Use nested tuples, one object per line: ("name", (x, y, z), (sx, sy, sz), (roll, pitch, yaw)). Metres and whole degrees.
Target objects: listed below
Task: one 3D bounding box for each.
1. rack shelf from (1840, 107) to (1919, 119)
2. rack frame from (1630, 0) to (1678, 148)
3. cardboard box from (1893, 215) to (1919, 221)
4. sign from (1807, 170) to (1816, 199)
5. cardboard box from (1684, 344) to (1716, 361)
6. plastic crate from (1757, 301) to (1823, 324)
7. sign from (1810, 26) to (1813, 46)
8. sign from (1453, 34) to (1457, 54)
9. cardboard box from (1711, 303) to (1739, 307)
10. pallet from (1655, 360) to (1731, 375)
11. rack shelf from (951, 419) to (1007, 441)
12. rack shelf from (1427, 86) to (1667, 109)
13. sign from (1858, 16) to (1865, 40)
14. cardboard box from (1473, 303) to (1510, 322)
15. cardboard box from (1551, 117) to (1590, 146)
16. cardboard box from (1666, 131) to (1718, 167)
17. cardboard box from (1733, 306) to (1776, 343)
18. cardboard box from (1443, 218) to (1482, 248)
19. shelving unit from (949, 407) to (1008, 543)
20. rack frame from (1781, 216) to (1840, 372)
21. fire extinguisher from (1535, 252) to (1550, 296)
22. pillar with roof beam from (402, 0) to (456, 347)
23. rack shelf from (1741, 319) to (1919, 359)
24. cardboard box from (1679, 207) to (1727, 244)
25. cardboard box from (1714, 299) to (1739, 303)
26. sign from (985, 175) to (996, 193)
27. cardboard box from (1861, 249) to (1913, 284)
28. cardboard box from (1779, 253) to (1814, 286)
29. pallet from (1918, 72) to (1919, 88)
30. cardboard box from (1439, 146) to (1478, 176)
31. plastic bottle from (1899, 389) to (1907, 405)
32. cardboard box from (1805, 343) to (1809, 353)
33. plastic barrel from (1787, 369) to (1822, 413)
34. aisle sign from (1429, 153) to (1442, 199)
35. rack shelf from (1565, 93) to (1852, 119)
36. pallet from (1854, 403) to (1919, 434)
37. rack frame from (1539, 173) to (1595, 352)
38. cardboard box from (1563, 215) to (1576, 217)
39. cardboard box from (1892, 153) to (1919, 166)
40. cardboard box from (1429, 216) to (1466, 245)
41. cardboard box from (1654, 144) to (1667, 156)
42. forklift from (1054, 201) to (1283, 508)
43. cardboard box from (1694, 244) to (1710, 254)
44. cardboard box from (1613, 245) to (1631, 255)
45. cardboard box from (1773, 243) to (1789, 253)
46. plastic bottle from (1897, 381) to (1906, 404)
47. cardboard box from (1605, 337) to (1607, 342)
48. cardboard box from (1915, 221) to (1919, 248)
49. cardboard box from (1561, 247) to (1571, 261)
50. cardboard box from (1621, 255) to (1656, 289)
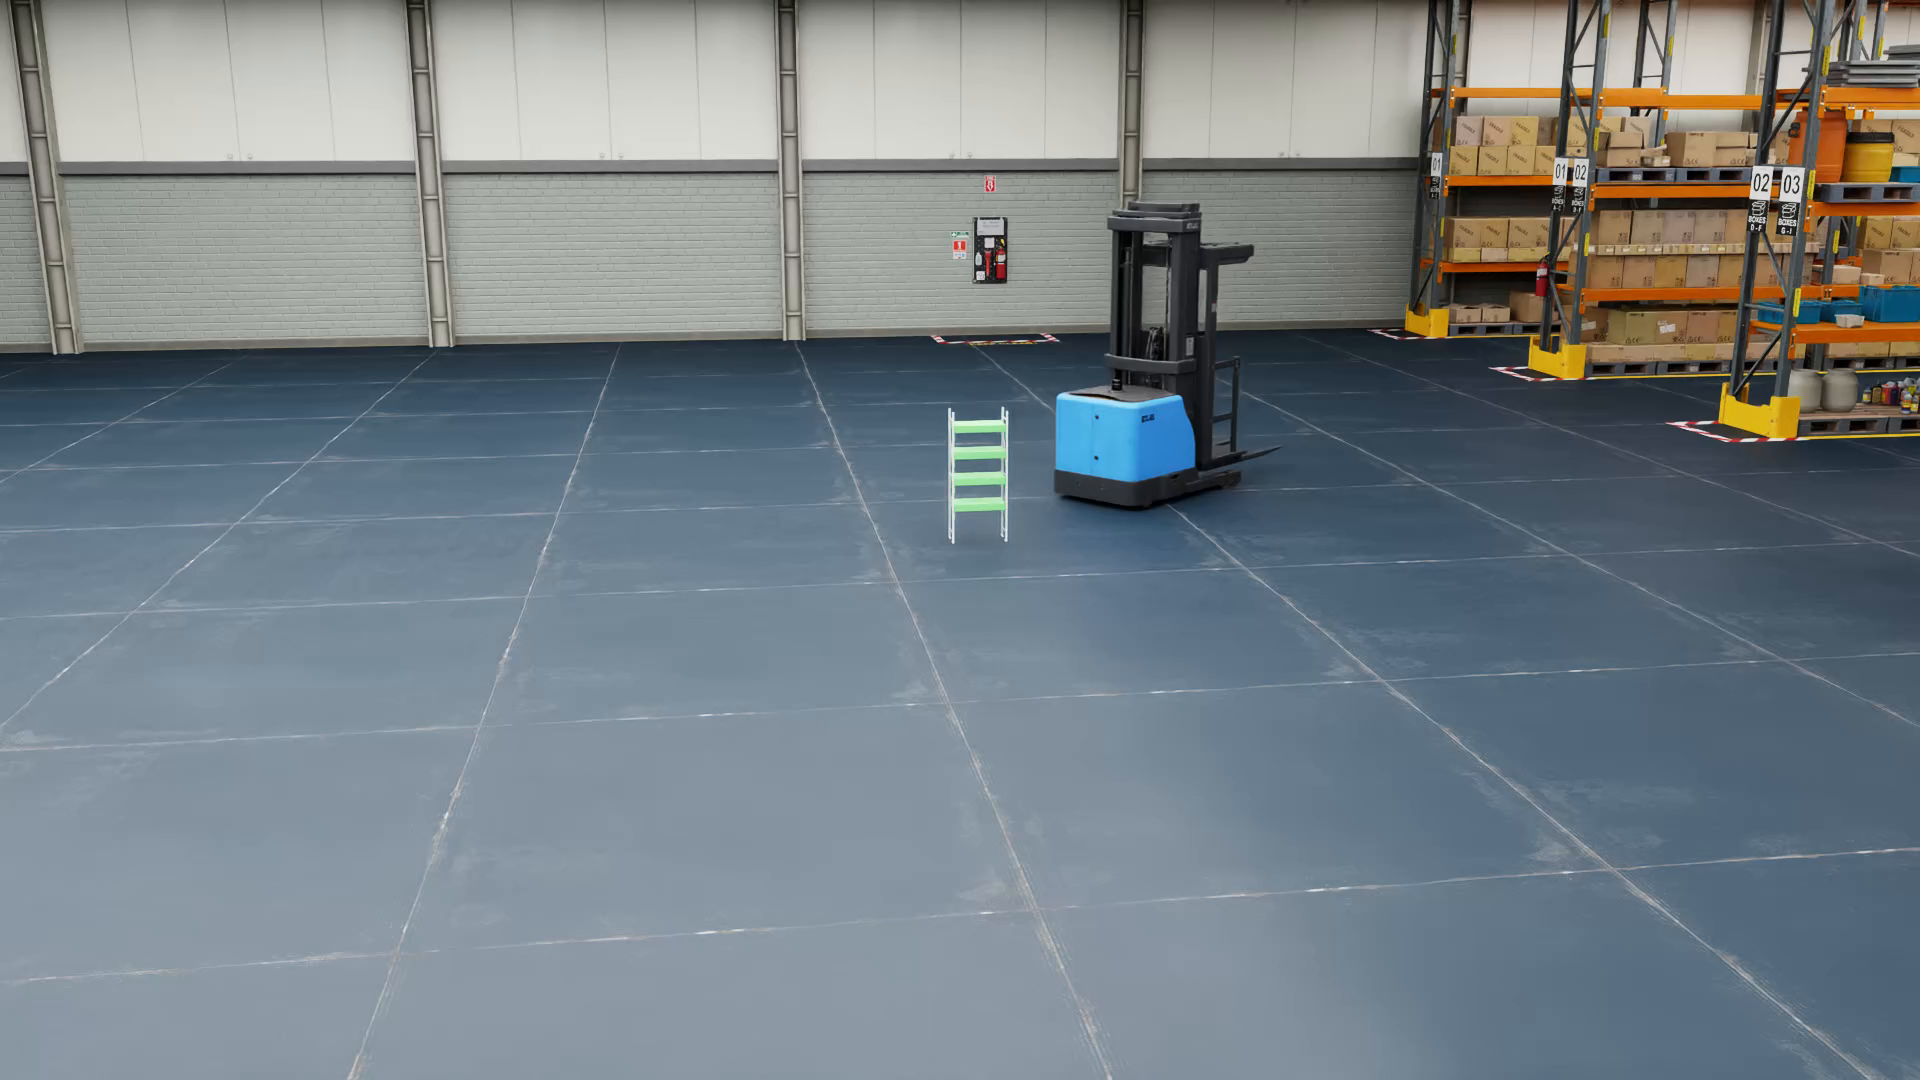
("rack shelf", (18.263, -7.929, 30.641), (4.000, 0.370, 1.077), (-2, 14, -8))
("rack frame", (12.330, -8.255, 29.638), (0.127, 3.000, 1.000), (-2, 14, -8))
("cardboard box", (17.304, -6.030, 30.700), (0.500, 0.250, 0.500), (-2, 14, -9))
("sign", (9.928, -4.144, 19.393), (0.005, 0.325, 0.100), (-2, 14, -8))
("cardboard box", (11.163, -2.898, 25.401), (0.500, 0.250, 0.500), (-2, 14, -8))
("plastic crate", (10.301, -2.835, 20.665), (0.616, 0.251, 0.499), (-2, 14, -8))
("sign", (12.979, -7.685, 25.282), (0.005, 0.325, 0.100), (-2, 14, -8))
("sign", (8.455, -8.471, 28.416), (0.005, 0.325, 0.100), (-2, 14, -8))
("cardboard box", (12.073, -3.426, 25.962), (0.500, 0.500, 0.500), (-2, 14, -8))
("pallet", (11.070, -2.737, 25.702), (1.213, 0.211, 1.003), (-2, 14, -8))
("rack shelf", (0.164, -0.992, 14.999), (0.480, 0.148, 0.258), (-2, 14, -8))
("rack shelf", (10.352, -7.832, 29.437), (4.000, 0.370, 1.077), (-2, 14, -8))
("sign", (13.130, -7.459, 24.218), (0.005, 0.325, 0.100), (-2, 14, -8))
("cardboard box", (9.636, -4.133, 30.159), (0.500, 0.311, 0.500), (-1, 14, -4))
("cardboard box", (10.820, -7.216, 29.359), (0.500, 0.500, 0.500), (-3, 14, -10))
("cardboard box", (10.799, -5.778, 24.571), (0.500, 0.500, 0.500), (-2, 14, -8))
("cardboard box", (12.149, -3.302, 25.471), (0.500, 0.500, 0.500), (-2, 14, -8))
("cardboard box", (8.891, -5.446, 29.495), (0.500, 0.500, 0.500), (-2, 14, -8))
("shelving unit", (0.164, -0.588, 15.100), (0.503, 1.200, 0.258), (-2, 14, -8))
("rack frame", (13.072, -4.153, 25.617), (0.127, 3.000, 1.000), (-2, 14, -8))
("fire extinguisher", (8.930, -4.078, 25.477), (0.183, 0.674, 0.296), (-2, 14, -8))
("pillar with roof beam", (-8.220, -6.655, 23.260), (0.400, 9.000, 9.100), (-2, 14, -8))
("rack shelf", (11.828, -2.540, 20.664), (4.000, 0.370, 1.077), (-2, 14, -8))
("cardboard box", (11.145, -4.759, 25.159), (0.500, 0.500, 0.700), (-2, 14, -8))
("cardboard box", (14.069, -4.416, 30.898), (0.500, 0.500, 0.700), (-2, 14, -8))
("sign", (0.533, -6.284, 29.345), (0.199, 0.298, 0.001), (-2, 14, -8))
("cardboard box", (14.354, -4.245, 25.776), (0.500, 0.500, 0.500), (-1, 14, -4))
("cardboard box", (12.634, -4.184, 25.534), (0.500, 0.500, 0.700), (-2, 14, -10))
("pallet", (11.786, -5.504, 19.882), (1.213, 0.211, 1.003), (-2, 14, -8))
("cardboard box", (8.743, -6.665, 29.219), (0.500, 0.500, 0.500), (-2, 14, -7))
("plastic bottle", (12.029, -1.823, 21.173), (0.097, 0.201, 0.097), (0, 14, 0))
("cardboard box", (13.438, -3.108, 26.238), (0.500, 0.250, 0.500), (-2, 14, -9))
("plastic barrel", (10.490, -1.856, 20.707), (0.421, 0.512, 0.421), (0, 14, 0))
("aisle sign", (8.348, -6.386, 29.175), (0.004, 0.787, 0.394), (-2, 14, -8))
("rack shelf", (11.094, -6.448, 24.734), (4.000, 0.370, 1.077), (-2, 14, -8))
("pallet", (11.927, -1.550, 20.968), (1.213, 0.211, 1.003), (-2, 14, -8))
("rack frame", (9.116, -4.008, 25.039), (0.127, 3.000, 1.000), (-2, 14, -8))
("cardboard box", (11.322, -5.661, 30.353), (0.500, 0.500, 0.500), (-2, 14, -9))
("cardboard box", (14.225, -5.780, 25.381), (0.500, 0.250, 0.500), (-4, 15, -14))
("cardboard box", (8.809, -5.569, 29.986), (0.500, 0.500, 0.500), (-2, 14, -9))
("cardboard box", (10.766, -5.817, 25.116), (0.500, 0.311, 0.500), (0, 14, -2))
("forklift", (2.316, -2.029, 17.287), (1.130, 2.935, 3.031), (13, 19, 41))
("cardboard box", (11.056, -4.389, 25.019), (0.250, 0.149, 0.380), (-2, 14, -8))
("cardboard box", (9.797, -4.344, 24.839), (0.250, 0.149, 0.380), (-2, 14, -10))
("cardboard box", (12.331, -4.437, 25.207), (0.250, 0.149, 0.380), (-3, 14, -10))
("plastic bottle", (11.992, -1.889, 21.281), (0.135, 0.276, 0.152), (-2, 14, -10))
("cardboard box", (10.095, -2.990, 25.767), (0.500, 0.250, 0.500), (-2, 14, -8))
("cardboard box", (17.814, -5.683, 30.857), (0.500, 0.500, 0.500), (-2, 14, -9))
("cardboard box", (10.918, -5.154, 29.873), (0.500, 0.250, 0.500), (-2, 14, -9))
("cardboard box", (10.098, -4.091, 25.162), (0.500, 0.500, 0.700), (-2, 14, -7))
